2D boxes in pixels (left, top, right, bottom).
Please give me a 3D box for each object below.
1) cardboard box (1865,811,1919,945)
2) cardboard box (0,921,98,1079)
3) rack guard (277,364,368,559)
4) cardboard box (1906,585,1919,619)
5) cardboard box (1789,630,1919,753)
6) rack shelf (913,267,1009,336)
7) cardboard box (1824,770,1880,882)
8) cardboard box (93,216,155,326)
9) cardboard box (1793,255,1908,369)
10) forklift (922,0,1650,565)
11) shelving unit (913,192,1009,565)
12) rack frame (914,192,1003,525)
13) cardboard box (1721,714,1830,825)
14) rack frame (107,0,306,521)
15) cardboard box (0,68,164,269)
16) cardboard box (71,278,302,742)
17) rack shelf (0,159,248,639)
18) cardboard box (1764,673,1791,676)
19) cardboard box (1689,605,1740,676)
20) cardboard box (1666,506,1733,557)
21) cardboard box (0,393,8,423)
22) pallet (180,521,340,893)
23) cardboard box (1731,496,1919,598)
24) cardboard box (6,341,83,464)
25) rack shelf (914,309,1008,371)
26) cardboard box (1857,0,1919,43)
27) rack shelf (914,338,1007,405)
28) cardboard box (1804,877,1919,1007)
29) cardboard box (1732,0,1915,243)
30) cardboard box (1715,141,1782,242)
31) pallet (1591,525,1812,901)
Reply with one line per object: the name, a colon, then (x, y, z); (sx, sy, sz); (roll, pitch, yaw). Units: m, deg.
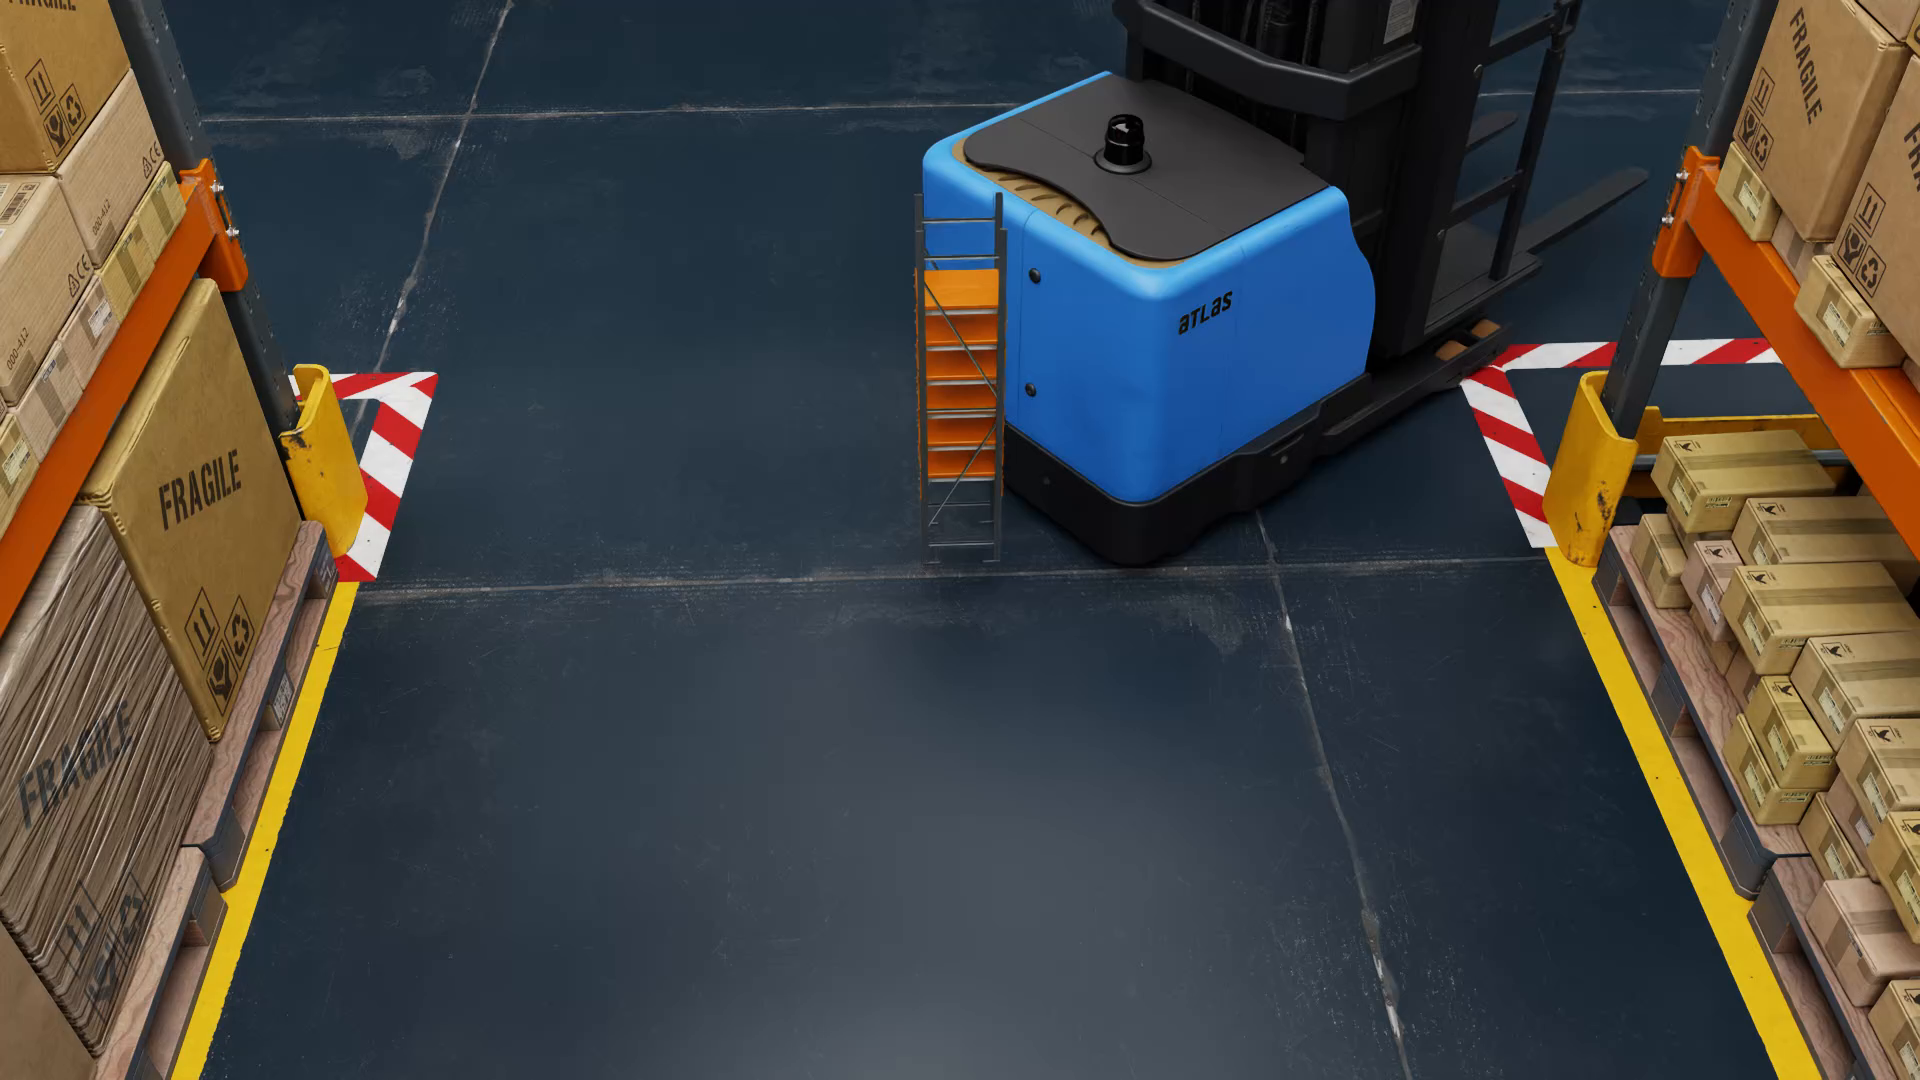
cardboard box: (2.220, 0.726, 3.597); (0.380, 0.149, 0.250); (-1, 43, -1)
cardboard box: (-2.314, 1.145, 3.043); (0.875, 0.875, 0.875); (-2, 43, -2)
rack guard: (-2.499, -0.223, 5.124); (1.175, 0.500, 0.348); (-2, 43, -2)
cardboard box: (2.727, 0.110, 4.489); (0.380, 0.149, 0.250); (-3, 43, -3)
cardboard box: (2.253, 0.359, 3.997); (0.380, 0.149, 0.250); (-4, 43, -4)
rack shelf: (0.001, -0.665, 4.621); (0.258, 0.103, 0.180); (-2, 43, -2)
cardboard box: (2.290, 0.647, 3.903); (0.380, 0.149, 0.250); (-4, 43, -4)
cardboard box: (-2.141, -0.629, 3.903); (0.380, 0.149, 0.250); (-1, 43, -1)
cardboard box: (2.158, -0.528, 3.792); (0.380, 0.149, 0.250); (-3, 43, -3)
forklift: (1.322, -1.854, 5.104); (3.031, 2.935, 1.130); (-30, 50, -29)
shelving unit: (0.001, -0.433, 4.834); (0.258, 1.200, 0.189); (-2, 43, -2)
rack frame: (-0.003, -0.494, 4.901); (0.240, 1.200, 0.006); (-2, 43, -2)
cardboard box: (2.176, 0.574, 4.203); (0.380, 0.149, 0.250); (-1, 43, -1)
rack frame: (-2.498, -1.128, 4.261); (1.000, 3.000, 0.127); (-2, 43, -2)
cardboard box: (-2.212, -0.863, 3.863); (0.500, 0.250, 0.500); (-2, 43, -2)
cardboard box: (-2.391, -0.070, 4.368); (0.875, 0.875, 0.875); (-2, 43, -2)
rack shelf: (-2.413, 0.487, 3.031); (1.077, 0.370, 4.000); (-2, 43, -2)
cardboard box: (2.282, 0.294, 4.288); (0.380, 0.149, 0.250); (-1, 43, -1)
cardboard box: (2.257, 0.231, 4.577); (0.380, 0.149, 0.250); (-2, 43, -2)
cardboard box: (2.228, -0.055, 4.669); (0.380, 0.149, 0.250); (0, 43, 0)
cardboard box: (-2.169, -0.177, 3.114); (0.500, 0.250, 0.500); (-3, 43, -3)
pallet: (-2.386, 0.437, 4.617); (1.003, 0.211, 1.213); (-2, 43, -2)
cardboard box: (2.277, 0.020, 4.367); (0.380, 0.149, 0.250); (-1, 43, -1)
cardboard box: (-2.122, -0.291, 3.533); (0.380, 0.149, 0.250); (-1, 43, -1)
rack shelf: (0.001, -0.577, 4.702); (0.258, 0.103, 0.180); (-2, 43, -2)
cardboard box: (2.216, -1.407, 3.531); (0.500, 0.500, 0.500); (-2, 43, -2)
rack shelf: (0.001, -0.488, 4.783); (0.258, 0.103, 0.180); (-2, 43, -2)
cardboard box: (2.206, 0.914, 3.832); (0.380, 0.149, 0.250); (-4, 43, -4)
cardboard box: (2.205, -1.038, 3.868); (0.500, 0.500, 0.500); (0, 43, 0)
cardboard box: (2.148, -0.882, 4.178); (0.380, 0.149, 0.250); (-2, 43, -2)
pallet: (2.464, 0.426, 4.629); (1.003, 0.211, 1.213); (-2, 43, -2)
